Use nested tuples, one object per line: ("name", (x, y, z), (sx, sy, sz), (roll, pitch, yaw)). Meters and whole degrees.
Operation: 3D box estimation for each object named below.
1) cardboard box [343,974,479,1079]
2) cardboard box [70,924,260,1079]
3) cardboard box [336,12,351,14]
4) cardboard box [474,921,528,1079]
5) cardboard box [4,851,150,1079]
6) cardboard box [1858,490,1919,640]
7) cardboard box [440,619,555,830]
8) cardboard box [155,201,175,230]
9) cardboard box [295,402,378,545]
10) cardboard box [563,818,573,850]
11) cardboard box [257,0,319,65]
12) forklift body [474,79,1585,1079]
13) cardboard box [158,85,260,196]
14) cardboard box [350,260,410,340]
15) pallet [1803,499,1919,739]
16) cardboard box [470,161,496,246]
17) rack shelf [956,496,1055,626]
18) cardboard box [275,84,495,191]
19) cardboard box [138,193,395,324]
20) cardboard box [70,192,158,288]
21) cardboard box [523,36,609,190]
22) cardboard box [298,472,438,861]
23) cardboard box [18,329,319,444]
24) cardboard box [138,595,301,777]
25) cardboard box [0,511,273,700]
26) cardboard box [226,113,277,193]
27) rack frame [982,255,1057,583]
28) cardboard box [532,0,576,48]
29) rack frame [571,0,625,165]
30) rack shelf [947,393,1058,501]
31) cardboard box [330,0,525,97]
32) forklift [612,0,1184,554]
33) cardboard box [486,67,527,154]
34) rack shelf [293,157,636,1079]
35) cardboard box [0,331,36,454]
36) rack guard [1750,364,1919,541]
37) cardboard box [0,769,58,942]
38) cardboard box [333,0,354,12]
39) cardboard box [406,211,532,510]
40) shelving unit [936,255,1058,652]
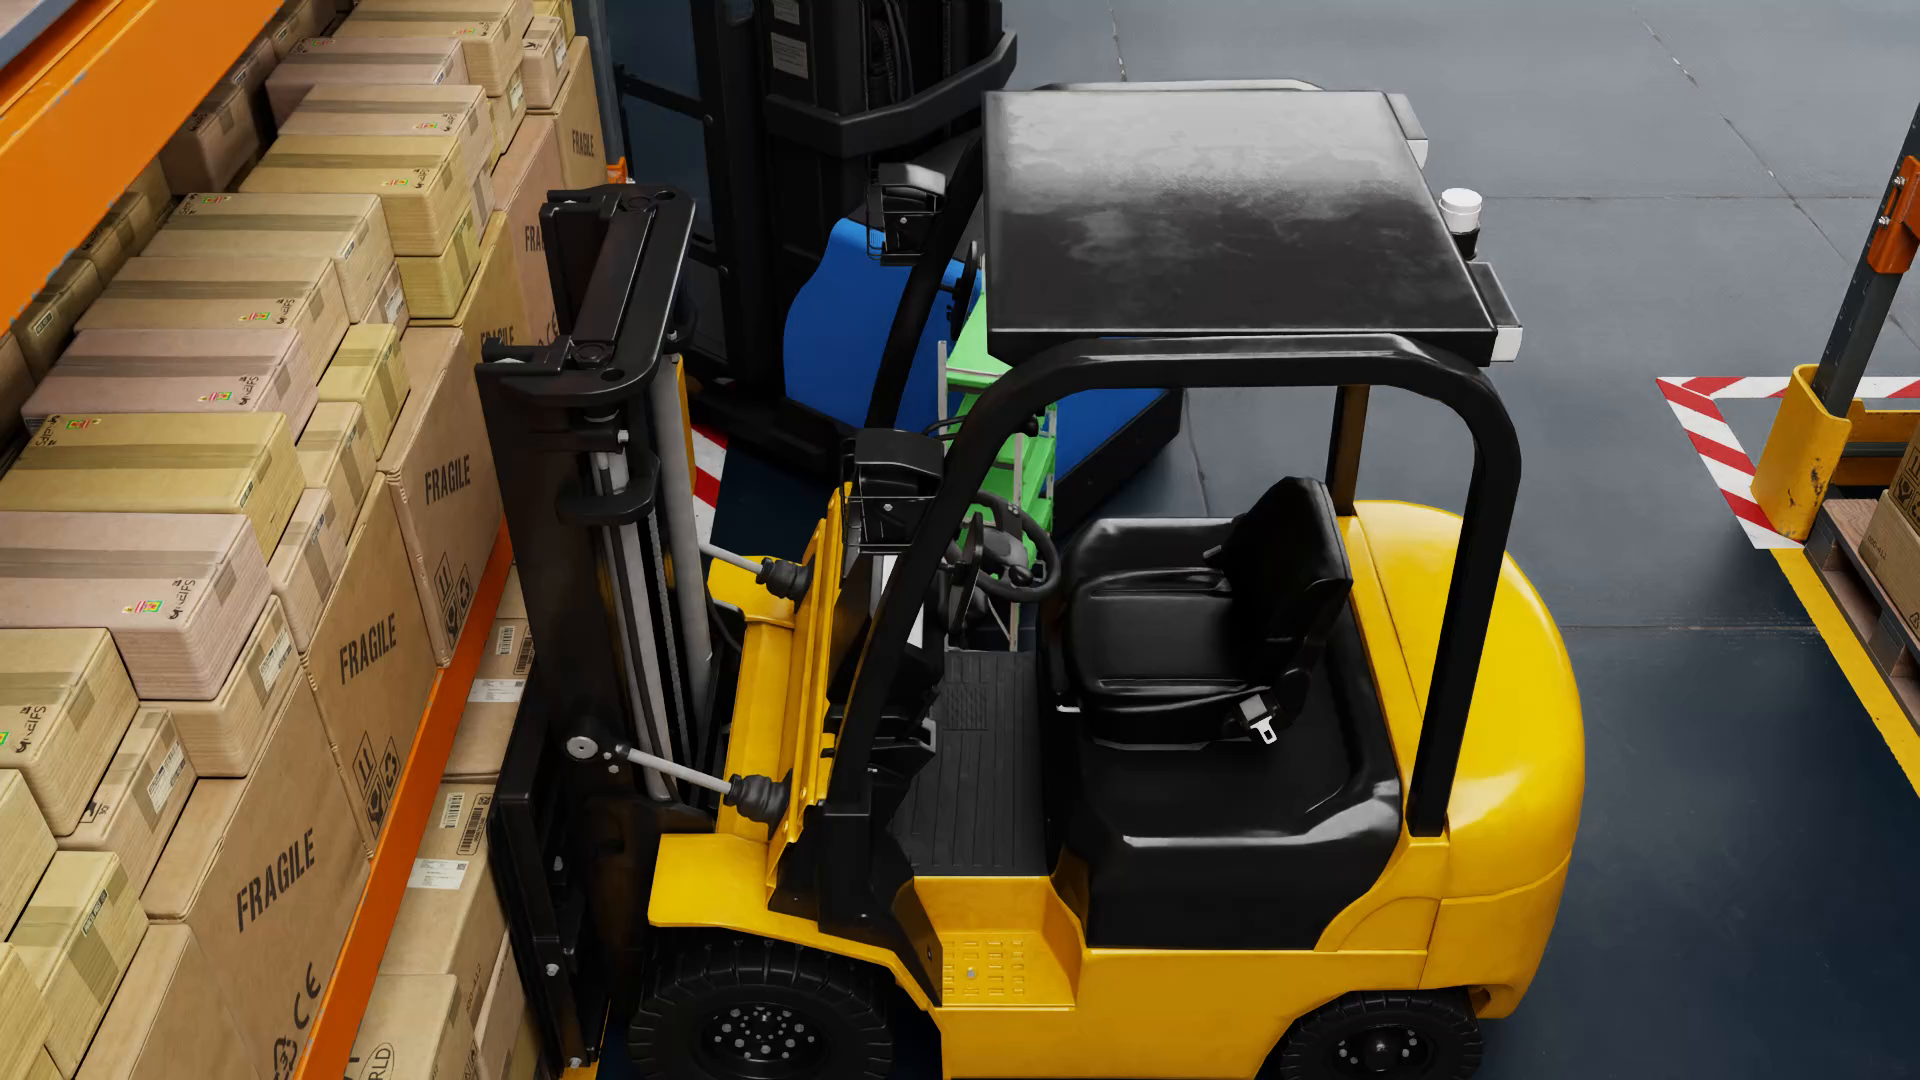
("cardboard box", (-1.213, 1.080, 3.067), (0.500, 0.250, 0.500), (0, 39, 0))
("cardboard box", (-1.276, 0.867, 2.189), (0.500, 0.500, 0.500), (-1, 39, -1))
("cardboard box", (-1.800, -1.397, 4.497), (0.380, 0.149, 0.250), (-1, 39, -1))
("cardboard box", (-1.220, 0.966, 3.609), (0.500, 0.250, 0.500), (0, 39, 0))
("cardboard box", (-1.275, 0.530, 2.091), (0.380, 0.149, 0.250), (1, 39, 1))
("cardboard box", (3.147, 0.090, 5.102), (0.500, 0.250, 0.500), (0, 39, 0))
("cardboard box", (-1.218, 0.441, 3.865), (0.500, 0.250, 0.500), (-1, 39, -1))
("cardboard box", (-1.869, -0.593, 3.493), (0.380, 0.149, 0.250), (1, 39, 2))
("cardboard box", (-1.246, -0.108, 2.888), (0.380, 0.149, 0.250), (-1, 39, -1))
("cardboard box", (-1.219, 0.834, 4.174), (0.500, 0.250, 0.500), (1, 39, 1))
("cardboard box", (-1.773, -1.187, 3.996), (0.380, 0.149, 0.250), (1, 39, 1))
("forklift body", (0.286, 0.198, 3.783), (2.313, 2.155, 1.214), (0, 39, 0))
("cardboard box", (-1.762, -0.867, 3.597), (0.380, 0.149, 0.250), (1, 39, 1))
("cardboard box", (-1.324, -0.435, 3.295), (0.380, 0.149, 0.250), (0, 39, 0))
("pallet", (3.389, 0.320, 5.182), (1.003, 0.211, 1.213), (0, 39, 0))
("cardboard box", (-1.255, -0.749, 3.687), (0.380, 0.149, 0.250), (-1, 39, -2))
("rack shelf", (0.120, 0.041, 5.226), (0.258, 0.148, 0.480), (9, 40, 11))
("cardboard box", (-1.234, -0.866, 3.595), (0.380, 0.149, 0.250), (1, 39, 1))
("cardboard box", (-1.322, -0.543, 3.192), (0.380, 0.149, 0.250), (0, 39, 1))
("cardboard box", (-1.781, -0.548, 3.199), (0.380, 0.149, 0.250), (0, 39, 0))
("cardboard box", (-1.278, -1.049, 4.581), (0.500, 0.500, 0.500), (-1, 39, -1))
("cardboard box", (-1.294, 0.225, 2.991), (0.500, 0.500, 0.500), (0, 39, 0))
("cardboard box", (-1.321, -0.230, 2.801), (0.380, 0.149, 0.250), (0, 39, 0))
("cardboard box", (-1.230, 0.213, 2.487), (0.380, 0.149, 0.250), (1, 39, 1))
("cardboard box", (-1.237, 0.092, 2.400), (0.380, 0.149, 0.250), (1, 39, 1))
("cardboard box", (-1.802, -0.917, 3.897), (0.380, 0.149, 0.250), (-1, 39, -2))
("rack frame", (0.182, -0.344, 5.220), (0.240, 1.200, 0.015), (9, 40, 11))
("cardboard box", (-1.260, -1.393, 4.491), (0.380, 0.149, 0.250), (0, 39, 1))
("rack frame", (-1.541, -1.318, 4.996), (1.000, 3.000, 0.127), (0, 39, 0))
("rack shelf", (0.120, -0.334, 4.926), (0.258, 0.148, 0.480), (9, 40, 11))
("cardboard box", (-1.271, -1.184, 3.993), (0.380, 0.149, 0.250), (1, 39, 1))
("forklift", (-0.664, -1.836, 5.698), (3.031, 2.935, 1.130), (26, 45, 28))
("cardboard box", (-1.291, -1.071, 4.089), (0.380, 0.149, 0.250), (1, 39, 1))
("rack shelf", (-1.538, 0.214, 3.660), (1.077, 0.370, 4.000), (0, 39, 0))
("cardboard box", (-1.808, -0.225, 2.795), (0.380, 0.149, 0.250), (0, 39, -1))
("rack guard", (3.423, -0.301, 5.725), (1.175, 0.500, 0.348), (0, 39, 0))
("cardboard box", (-1.348, 0.412, 2.000), (0.380, 0.149, 0.250), (1, 39, 1))
("cardboard box", (-1.754, -1.516, 4.406), (0.380, 0.149, 0.250), (-1, 39, -1))
("cardboard box", (-1.285, -0.404, 3.776), (0.500, 0.500, 0.500), (-1, 39, -1))
("shelving unit", (0.120, -0.197, 5.036), (0.258, 1.200, 0.503), (9, 40, 11))
